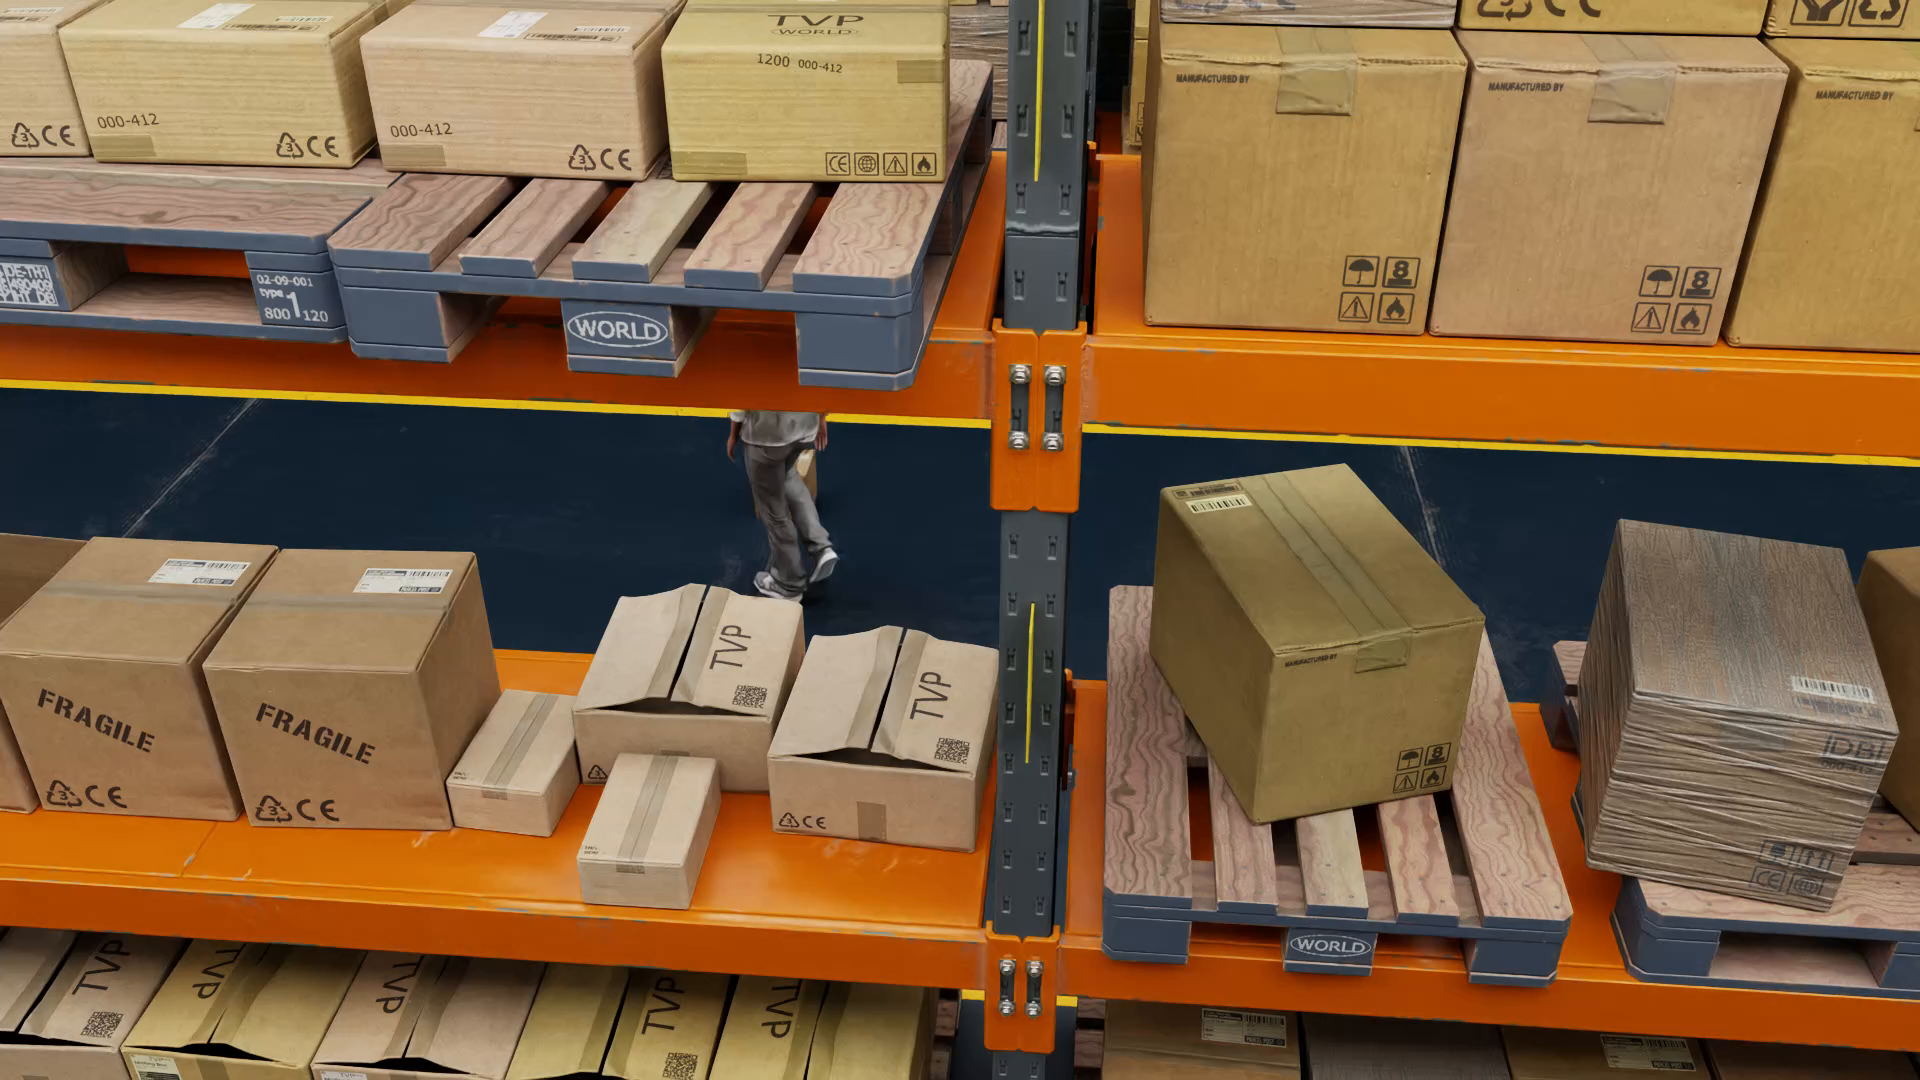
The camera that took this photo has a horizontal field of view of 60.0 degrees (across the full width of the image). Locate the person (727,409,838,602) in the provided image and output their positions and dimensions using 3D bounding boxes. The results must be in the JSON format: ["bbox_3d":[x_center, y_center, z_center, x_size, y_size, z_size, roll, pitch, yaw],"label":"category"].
[{"bbox_3d":[-0.744,-0.439,6.831,0.427,1.562,0.424,26,41,35],"label":"person"}]
